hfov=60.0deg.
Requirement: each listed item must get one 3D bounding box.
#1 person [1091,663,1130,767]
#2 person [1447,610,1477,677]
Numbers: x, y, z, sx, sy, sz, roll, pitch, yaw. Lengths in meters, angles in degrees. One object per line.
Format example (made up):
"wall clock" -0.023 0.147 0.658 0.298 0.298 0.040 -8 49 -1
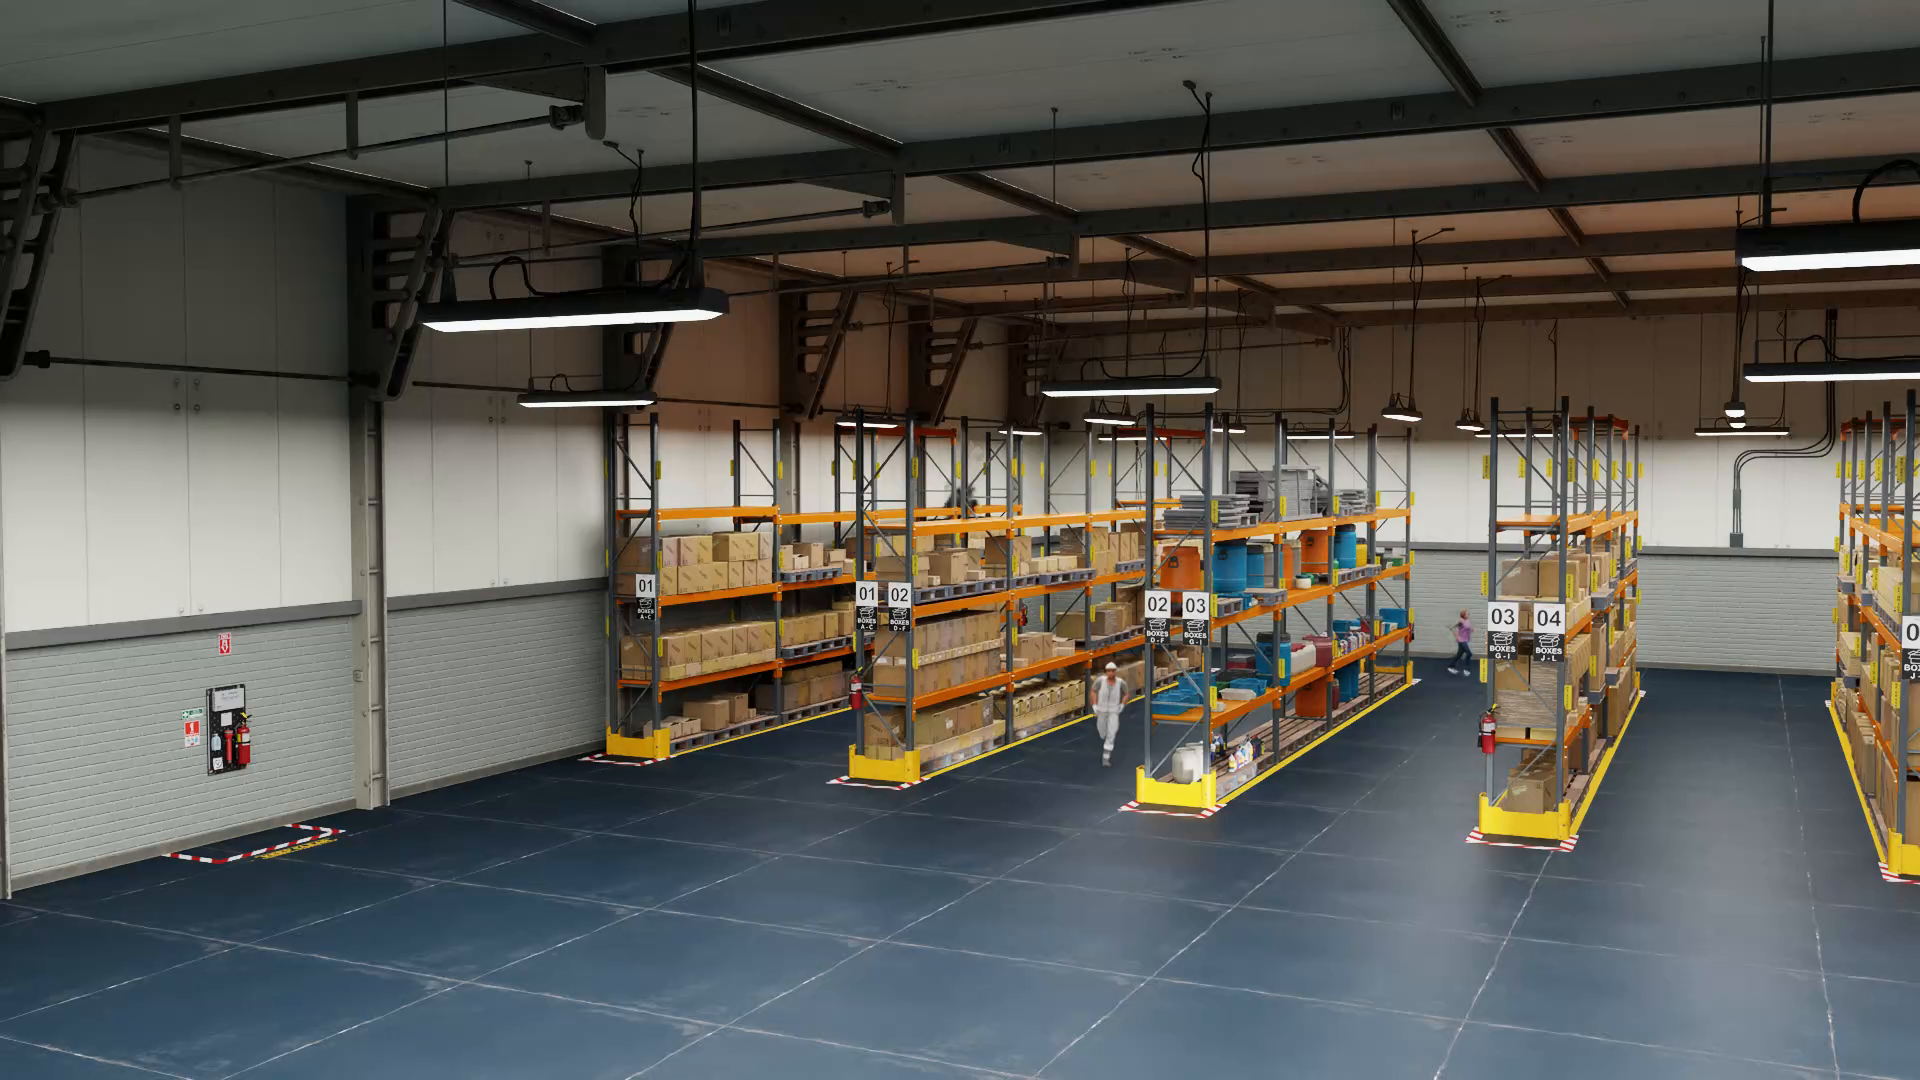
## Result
"person" 2.569 2.951 28.457 0.662 1.759 0.889 0 2 10
"person" 12.229 2.513 40.467 0.719 1.650 0.508 2 3 40
